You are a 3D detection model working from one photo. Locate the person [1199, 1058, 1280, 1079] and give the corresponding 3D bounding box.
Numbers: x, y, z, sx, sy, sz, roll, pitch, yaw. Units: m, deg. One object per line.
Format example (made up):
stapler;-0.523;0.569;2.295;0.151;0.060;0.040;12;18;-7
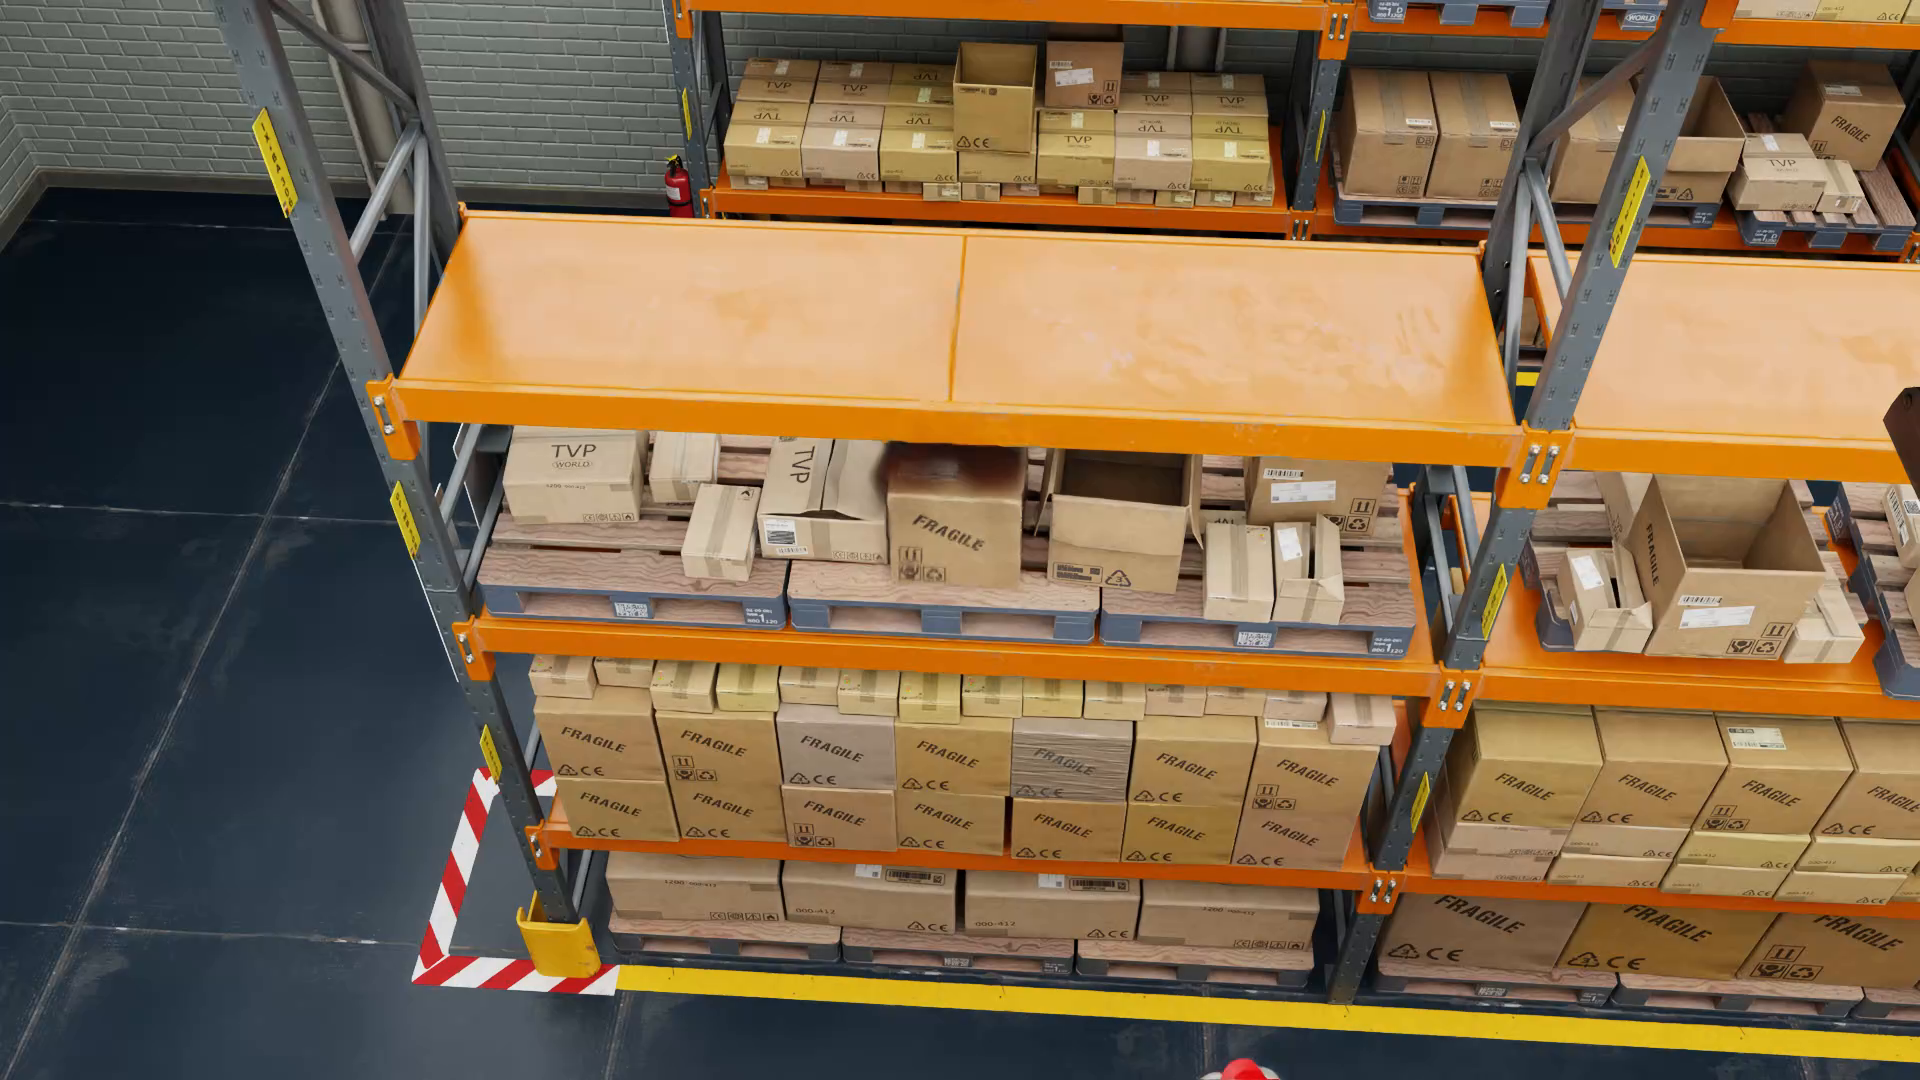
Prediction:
person;0.990;2.531;6.985;0.573;1.766;0.604;18;50;16
